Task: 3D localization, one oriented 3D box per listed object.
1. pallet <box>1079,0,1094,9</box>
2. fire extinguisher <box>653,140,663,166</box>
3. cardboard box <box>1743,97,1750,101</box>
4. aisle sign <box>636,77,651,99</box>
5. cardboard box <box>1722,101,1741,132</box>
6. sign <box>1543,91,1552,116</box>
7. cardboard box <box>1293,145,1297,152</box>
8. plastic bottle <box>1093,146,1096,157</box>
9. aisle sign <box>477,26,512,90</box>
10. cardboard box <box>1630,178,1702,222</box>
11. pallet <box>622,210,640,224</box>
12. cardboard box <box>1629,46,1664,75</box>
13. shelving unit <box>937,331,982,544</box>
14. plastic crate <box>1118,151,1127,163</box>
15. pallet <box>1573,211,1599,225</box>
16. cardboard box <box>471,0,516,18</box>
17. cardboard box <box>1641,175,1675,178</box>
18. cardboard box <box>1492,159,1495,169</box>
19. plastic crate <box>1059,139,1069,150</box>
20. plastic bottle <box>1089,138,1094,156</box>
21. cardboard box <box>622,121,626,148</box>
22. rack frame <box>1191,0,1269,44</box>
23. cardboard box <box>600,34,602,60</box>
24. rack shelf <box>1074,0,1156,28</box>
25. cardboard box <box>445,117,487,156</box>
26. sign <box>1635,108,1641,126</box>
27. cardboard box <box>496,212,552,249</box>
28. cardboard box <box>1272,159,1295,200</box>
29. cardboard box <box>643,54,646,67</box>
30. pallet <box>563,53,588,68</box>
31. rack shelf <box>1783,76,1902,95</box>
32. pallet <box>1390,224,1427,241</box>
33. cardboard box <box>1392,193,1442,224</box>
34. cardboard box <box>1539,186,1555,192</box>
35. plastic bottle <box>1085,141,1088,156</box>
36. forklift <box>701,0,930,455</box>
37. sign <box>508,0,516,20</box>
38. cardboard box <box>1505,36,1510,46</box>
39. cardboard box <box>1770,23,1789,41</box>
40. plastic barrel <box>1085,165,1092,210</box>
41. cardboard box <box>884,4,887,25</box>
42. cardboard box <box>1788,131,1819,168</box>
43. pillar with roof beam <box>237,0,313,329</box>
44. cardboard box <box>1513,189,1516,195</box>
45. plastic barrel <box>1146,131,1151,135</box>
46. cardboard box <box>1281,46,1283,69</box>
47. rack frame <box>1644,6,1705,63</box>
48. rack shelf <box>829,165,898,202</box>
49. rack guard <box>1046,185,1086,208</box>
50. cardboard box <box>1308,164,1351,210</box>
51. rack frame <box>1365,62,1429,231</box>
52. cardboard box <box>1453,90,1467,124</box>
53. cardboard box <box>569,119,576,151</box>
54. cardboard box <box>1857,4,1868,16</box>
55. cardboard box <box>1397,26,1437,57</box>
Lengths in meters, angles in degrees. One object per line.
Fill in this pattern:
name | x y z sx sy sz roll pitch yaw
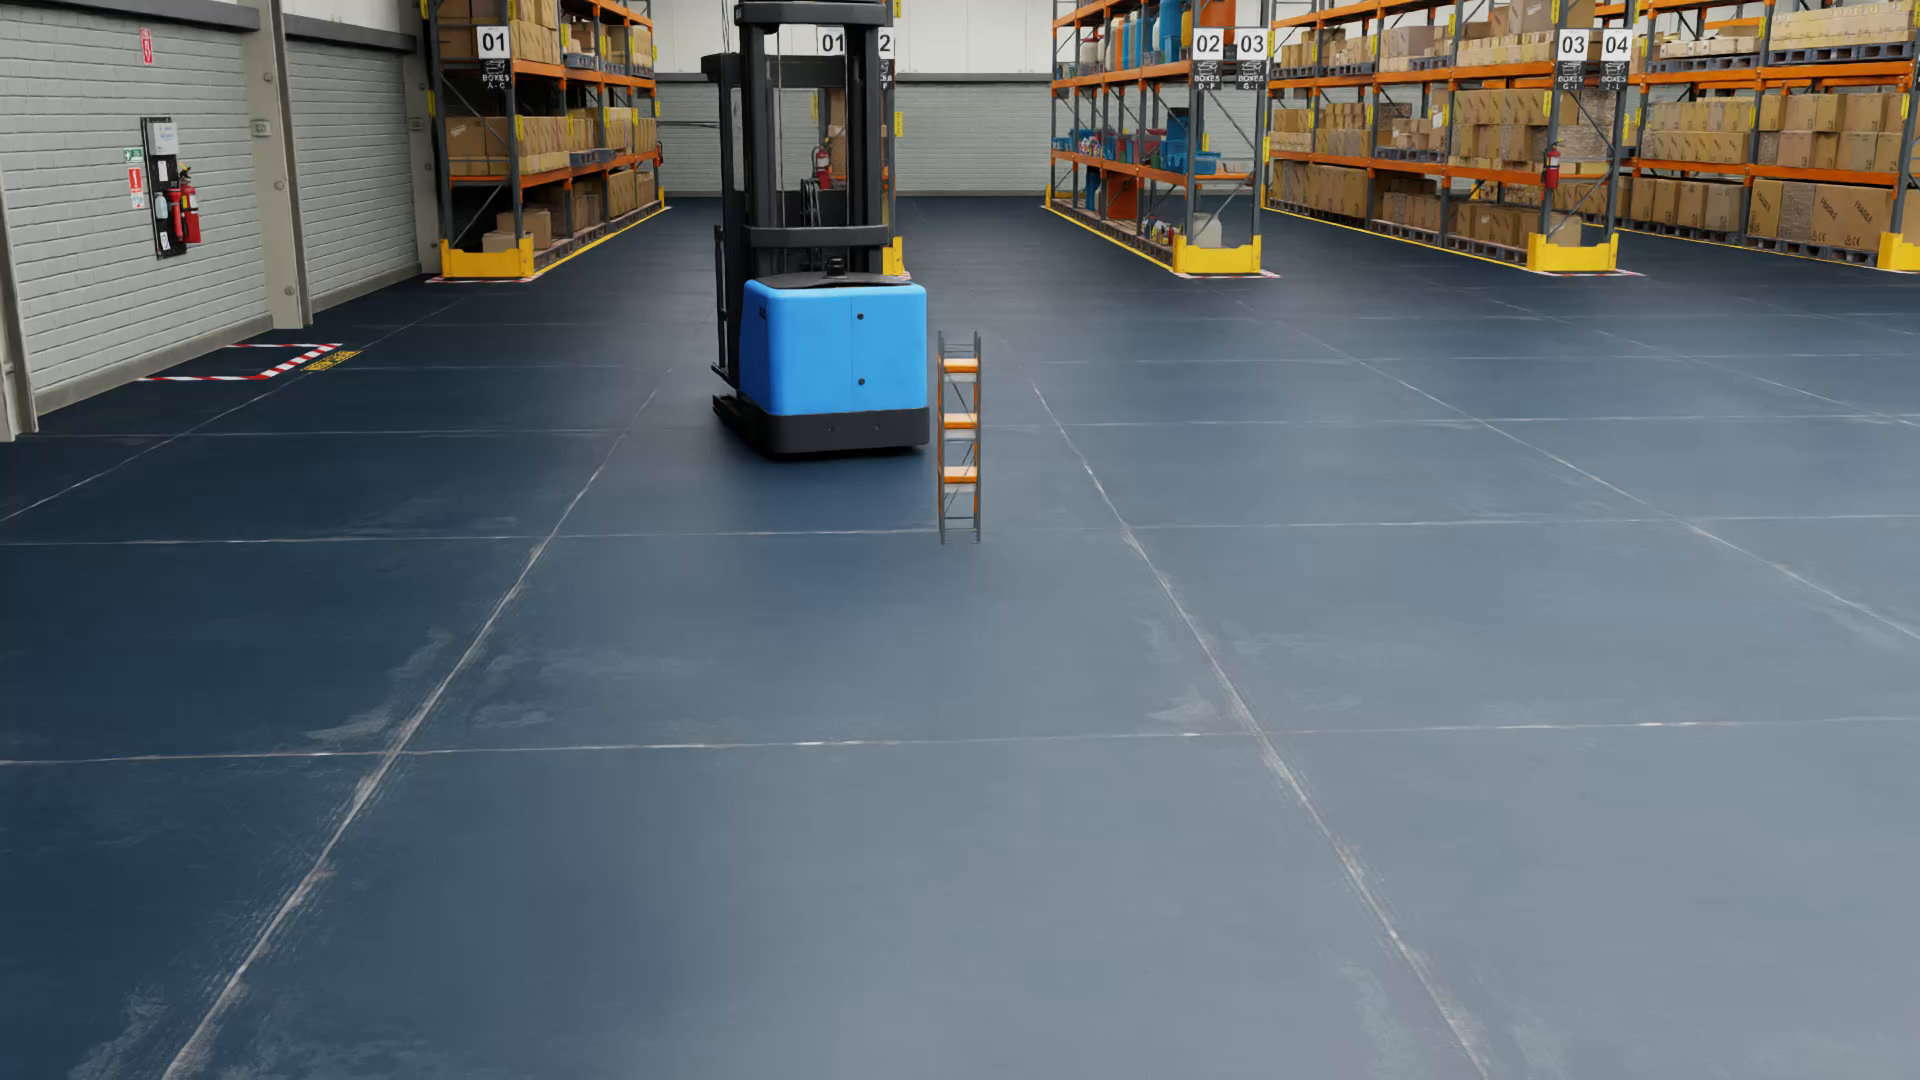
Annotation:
pallet | 2.912 -10.528 32.567 1.003 0.211 1.213 -1 14 -3
fire extinguisher | -6.855 -8.782 37.540 0.296 0.674 0.183 -1 14 -3
cardboard box | 17.311 -9.580 36.231 0.380 0.149 0.250 -1 14 -5
aisle sign | -7.011 -10.236 37.074 0.394 0.787 0.004 -1 14 -3
cardboard box | 13.155 -7.035 27.643 0.700 0.500 0.500 -1 14 -4
sign | 7.962 -5.915 22.539 0.100 0.325 0.005 -1 14 -3
cardboard box | 7.363 -8.395 35.637 0.380 0.149 0.250 -1 14 -2
plastic bottle | 2.581 -7.372 31.557 0.097 0.201 0.097 0 14 0
aisle sign | -6.011 -6.221 21.470 0.394 0.787 0.004 -1 14 -3
cardboard box | 12.926 -6.207 30.304 1.050 0.750 0.750 -1 14 -4
pallet | -6.935 -6.419 33.051 1.003 0.211 1.213 -1 14 -3
cardboard box | 12.689 -8.885 30.820 0.500 0.500 0.500 -1 14 -3
shelving unit | -0.003 -0.522 8.447 0.215 1.050 0.252 -1 14 -3
plastic crate | 2.936 -6.450 27.999 0.450 0.188 0.662 -1 14 -3
pallet | 12.858 -6.393 32.949 1.003 0.211 1.213 -1 14 -3
cardboard box | -6.096 -7.070 21.719 0.500 0.500 0.500 -2 15 -7
cardboard box | 13.177 -6.777 31.516 0.500 0.250 0.500 -2 15 -6
cardboard box | 8.149 -5.586 24.721 0.380 0.149 0.250 -1 14 -3
plastic crate | 2.369 -8.587 36.097 0.416 0.233 0.300 -1 14 -3
plastic bottle | 2.568 -7.592 32.113 0.144 0.351 0.185 -1 14 -3
cardboard box | -6.714 -7.800 31.983 0.500 0.500 0.500 -1 14 -3
rack frame | 3.573 -8.034 21.692 1.000 3.000 0.127 -1 14 -3
cardboard box | -7.004 -9.068 30.647 0.700 0.500 0.500 0 14 -1
rack shelf | 2.954 -9.979 31.498 1.077 0.370 4.000 -1 14 -3
cardboard box | -6.556 -5.390 22.211 0.500 0.500 0.500 -1 14 -4
sign | 12.437 -7.758 30.493 0.100 0.325 0.005 -1 14 -3
cardboard box | -6.299 -4.477 24.039 0.700 0.500 0.500 -2 15 -7
cardboard box | 7.645 -8.201 37.801 0.875 0.875 0.875 -1 14 -3
cardboard box | -6.925 -10.150 35.193 0.500 0.250 0.500 -1 14 -5
pallet | -6.494 -7.487 25.964 1.213 0.211 1.003 -1 14 -3
rack shelf | 17.788 -8.949 32.713 1.077 0.370 4.000 -1 14 -3
pallet | 8.141 -5.347 28.885 1.003 0.211 1.213 -1 14 -3
cardboard box | 8.130 -5.893 29.544 0.700 0.500 0.500 -2 15 -8
cardboard box | 12.448 -7.436 35.093 0.380 0.149 0.250 0 14 -2
plastic bottle | 2.536 -7.702 32.689 0.152 0.276 0.135 -1 14 -3
forklift | -1.142 -2.278 11.499 1.130 2.935 3.031 -5 15 -18
sign | -5.773 -6.860 21.395 0.100 0.325 0.005 -1 14 -3
cardboard box | 8.144 -7.235 24.108 0.380 0.149 0.250 -2 15 -6
cardboard box | 12.976 -7.901 25.857 0.500 0.250 0.500 -1 14 -3
plastic barrel | 2.847 -7.165 33.721 0.600 0.901 0.708 -1 14 -3
cardboard box | -1.201 -7.243 23.312 0.500 0.500 0.500 -1 14 -3
cardboard box | 13.233 -5.960 25.369 0.875 0.550 0.550 -1 14 -3
pillar with roof beam | -2.553 -6.616 16.181 9.100 9.000 0.400 -1 14 -3
cardboard box | 12.406 -7.676 36.620 0.380 0.149 0.250 0 14 -1
plastic barrel | 3.381 -6.815 28.770 0.421 0.512 0.421 0 14 0
cardboard box | 7.611 -10.809 37.252 0.700 0.500 0.500 -2 15 -7
rack frame | 12.978 -10.152 29.922 1.000 3.000 0.127 -1 14 -3
rack shelf | -1.495 -5.202 24.169 1.077 0.370 4.000 -1 14 -3
rack guard | 2.568 -7.903 38.239 1.175 0.500 0.348 -1 14 -3
cardboard box | 7.833 -7.205 33.931 1.225 0.875 0.875 -1 14 -3
rack frame | 8.021 -7.195 30.470 1.000 3.000 0.127 -1 14 -3
cardboard box | 8.043 -6.761 25.979 0.500 0.500 0.500 -1 14 -3
cardboard box | -6.587 -6.498 26.679 0.700 0.500 0.500 1 14 2
cardboard box | 13.052 -7.556 23.716 0.380 0.149 0.250 -1 14 -3
cardboard box | 7.859 -8.566 28.575 0.500 0.500 0.500 -1 14 -5
